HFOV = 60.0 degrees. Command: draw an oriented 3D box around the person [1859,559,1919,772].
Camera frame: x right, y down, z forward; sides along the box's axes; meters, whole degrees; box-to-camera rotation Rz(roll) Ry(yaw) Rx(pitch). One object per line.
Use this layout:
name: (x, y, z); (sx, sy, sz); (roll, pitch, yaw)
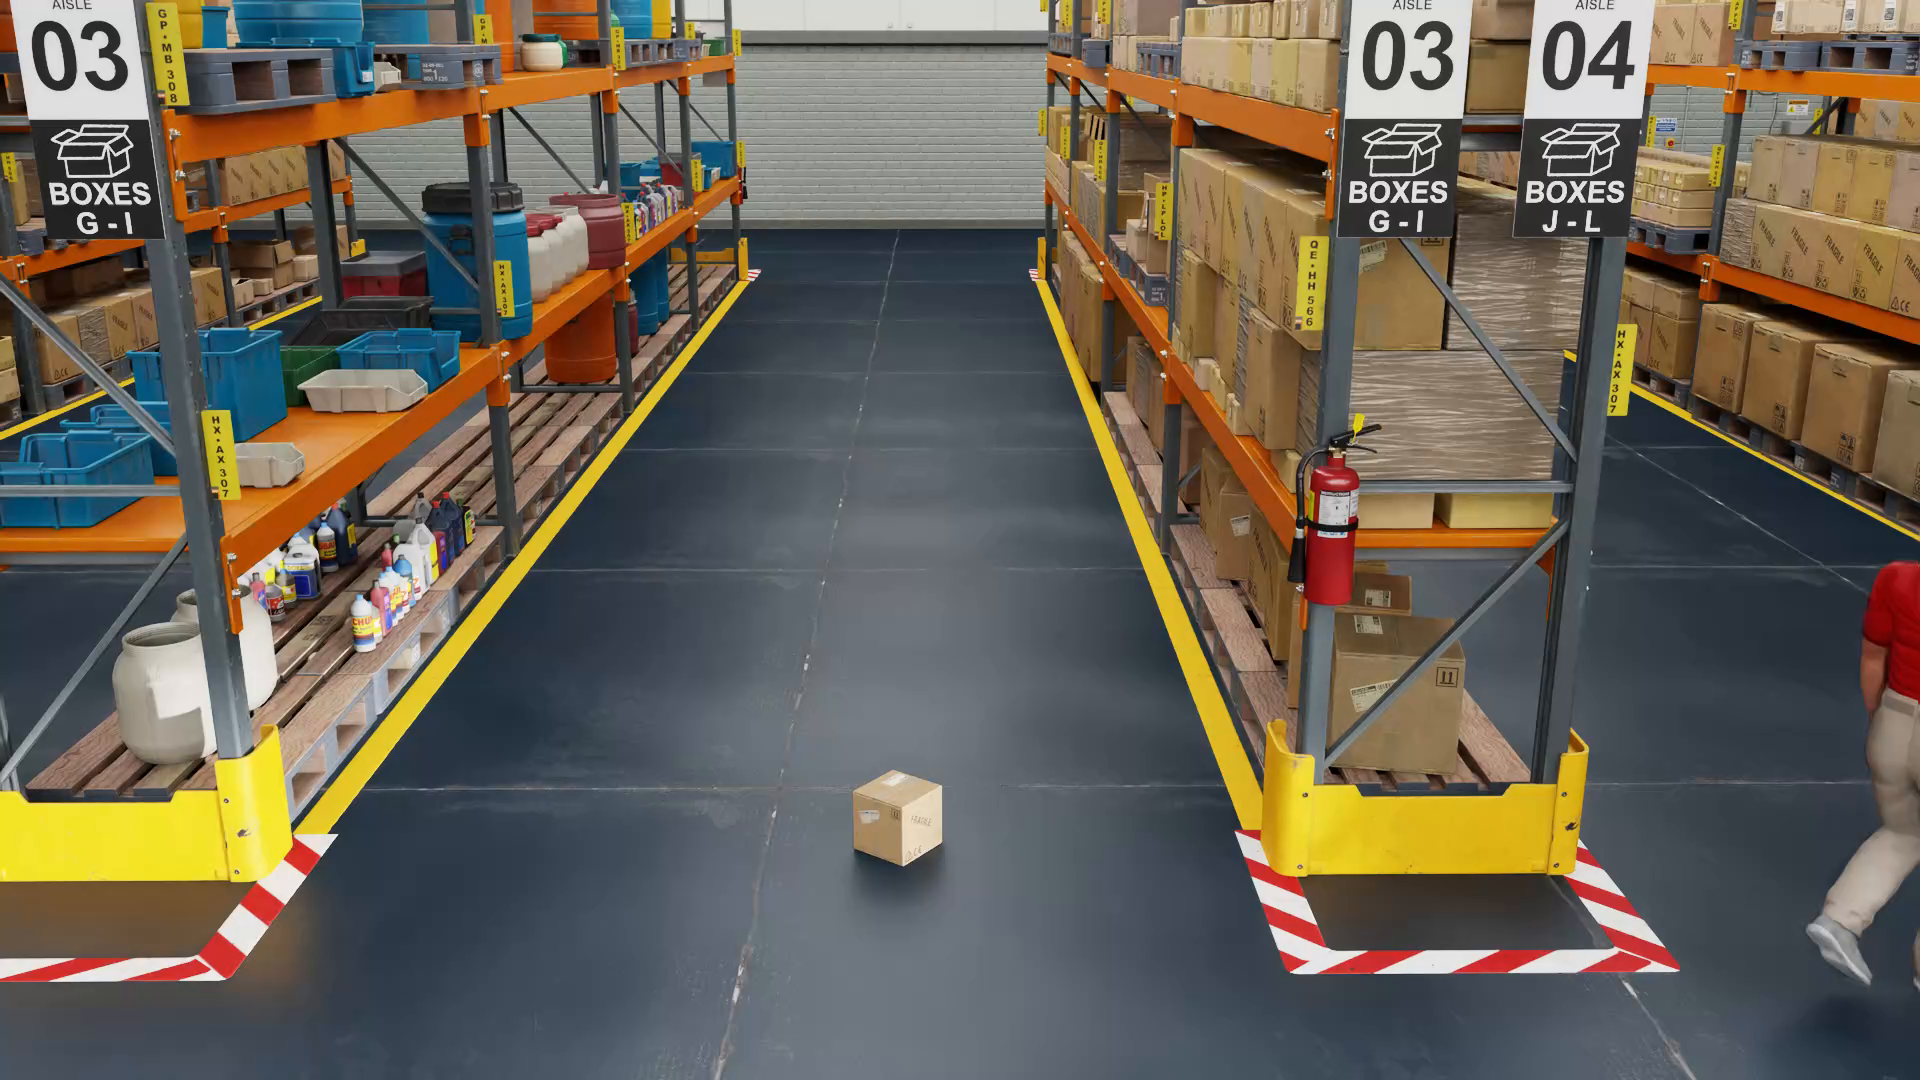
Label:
person: (3.136, 0.349, 5.213); (0.337, 1.039, 0.568); (-7, 18, -23)
